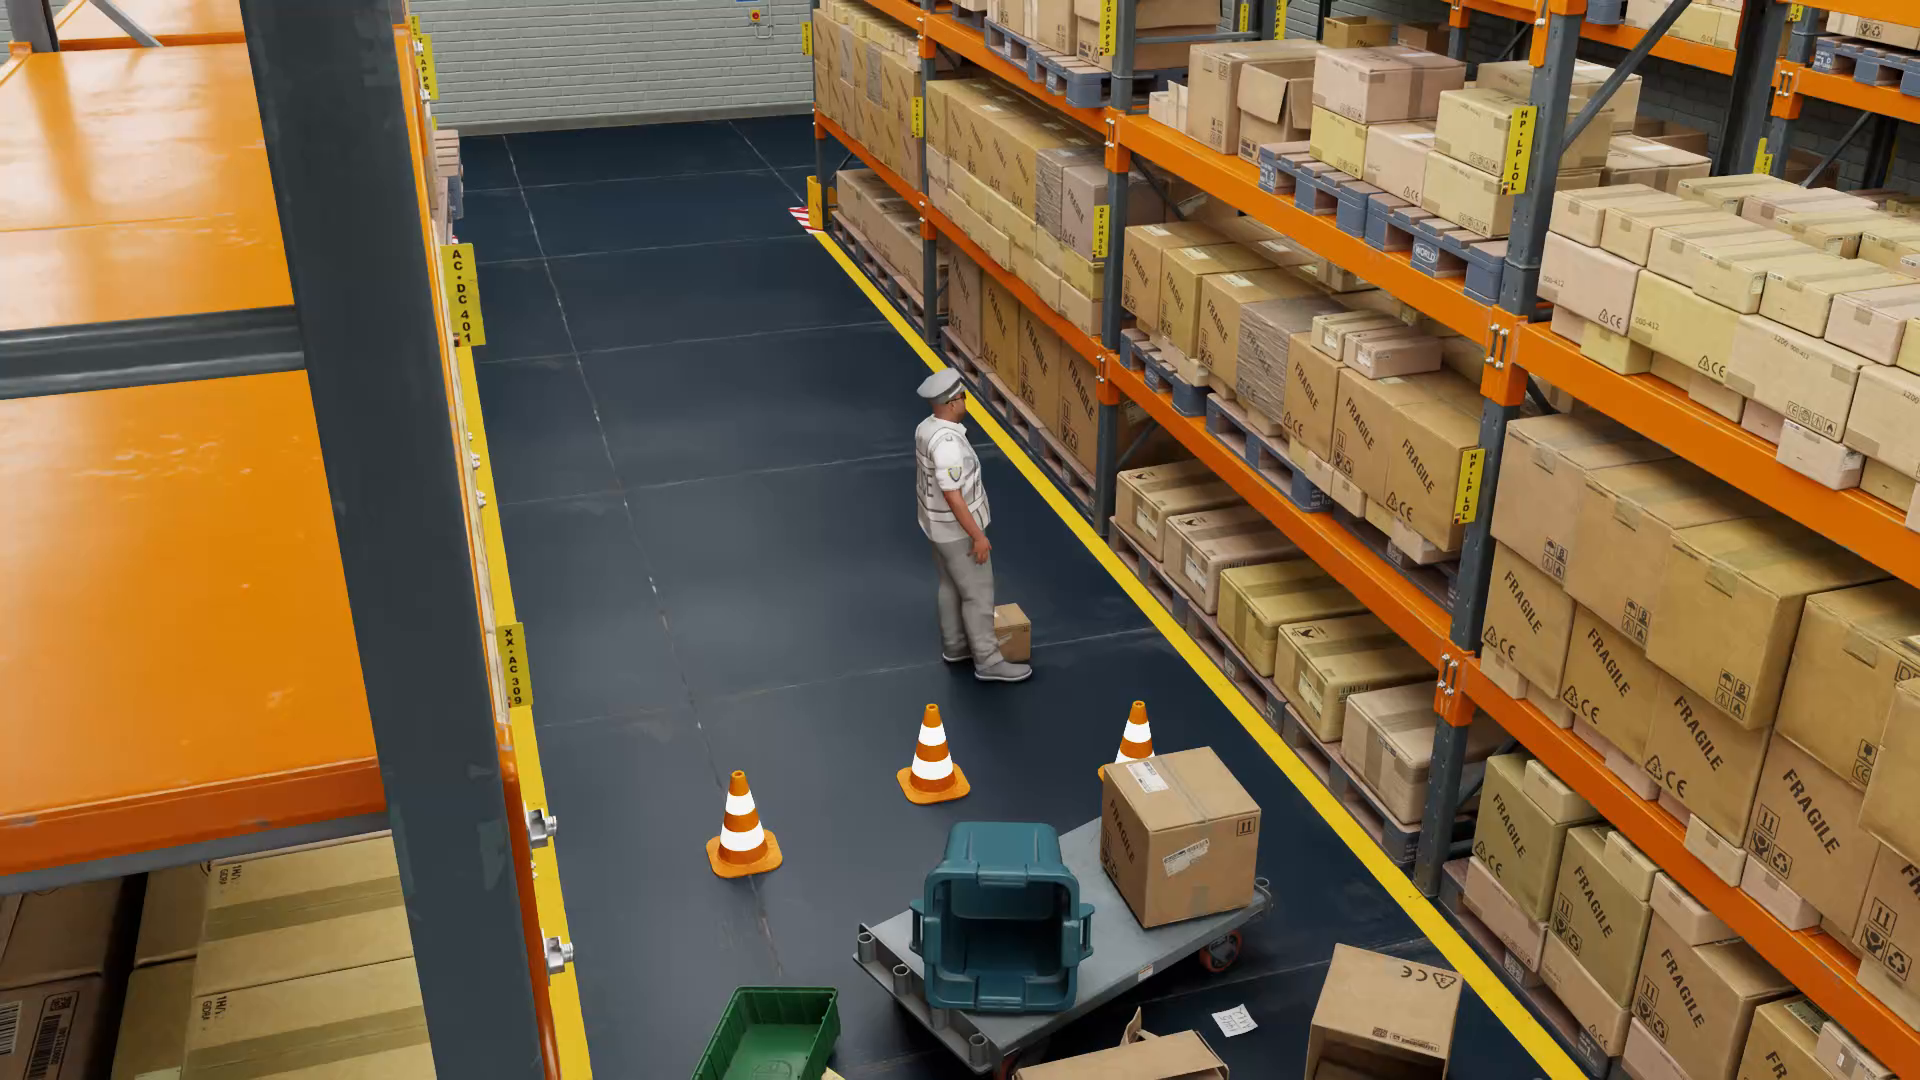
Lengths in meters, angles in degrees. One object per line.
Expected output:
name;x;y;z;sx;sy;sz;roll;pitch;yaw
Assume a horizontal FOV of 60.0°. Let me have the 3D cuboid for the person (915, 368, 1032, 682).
person;0.056;-0.102;9.259;0.575;1.780;0.640;-8;27;-16
